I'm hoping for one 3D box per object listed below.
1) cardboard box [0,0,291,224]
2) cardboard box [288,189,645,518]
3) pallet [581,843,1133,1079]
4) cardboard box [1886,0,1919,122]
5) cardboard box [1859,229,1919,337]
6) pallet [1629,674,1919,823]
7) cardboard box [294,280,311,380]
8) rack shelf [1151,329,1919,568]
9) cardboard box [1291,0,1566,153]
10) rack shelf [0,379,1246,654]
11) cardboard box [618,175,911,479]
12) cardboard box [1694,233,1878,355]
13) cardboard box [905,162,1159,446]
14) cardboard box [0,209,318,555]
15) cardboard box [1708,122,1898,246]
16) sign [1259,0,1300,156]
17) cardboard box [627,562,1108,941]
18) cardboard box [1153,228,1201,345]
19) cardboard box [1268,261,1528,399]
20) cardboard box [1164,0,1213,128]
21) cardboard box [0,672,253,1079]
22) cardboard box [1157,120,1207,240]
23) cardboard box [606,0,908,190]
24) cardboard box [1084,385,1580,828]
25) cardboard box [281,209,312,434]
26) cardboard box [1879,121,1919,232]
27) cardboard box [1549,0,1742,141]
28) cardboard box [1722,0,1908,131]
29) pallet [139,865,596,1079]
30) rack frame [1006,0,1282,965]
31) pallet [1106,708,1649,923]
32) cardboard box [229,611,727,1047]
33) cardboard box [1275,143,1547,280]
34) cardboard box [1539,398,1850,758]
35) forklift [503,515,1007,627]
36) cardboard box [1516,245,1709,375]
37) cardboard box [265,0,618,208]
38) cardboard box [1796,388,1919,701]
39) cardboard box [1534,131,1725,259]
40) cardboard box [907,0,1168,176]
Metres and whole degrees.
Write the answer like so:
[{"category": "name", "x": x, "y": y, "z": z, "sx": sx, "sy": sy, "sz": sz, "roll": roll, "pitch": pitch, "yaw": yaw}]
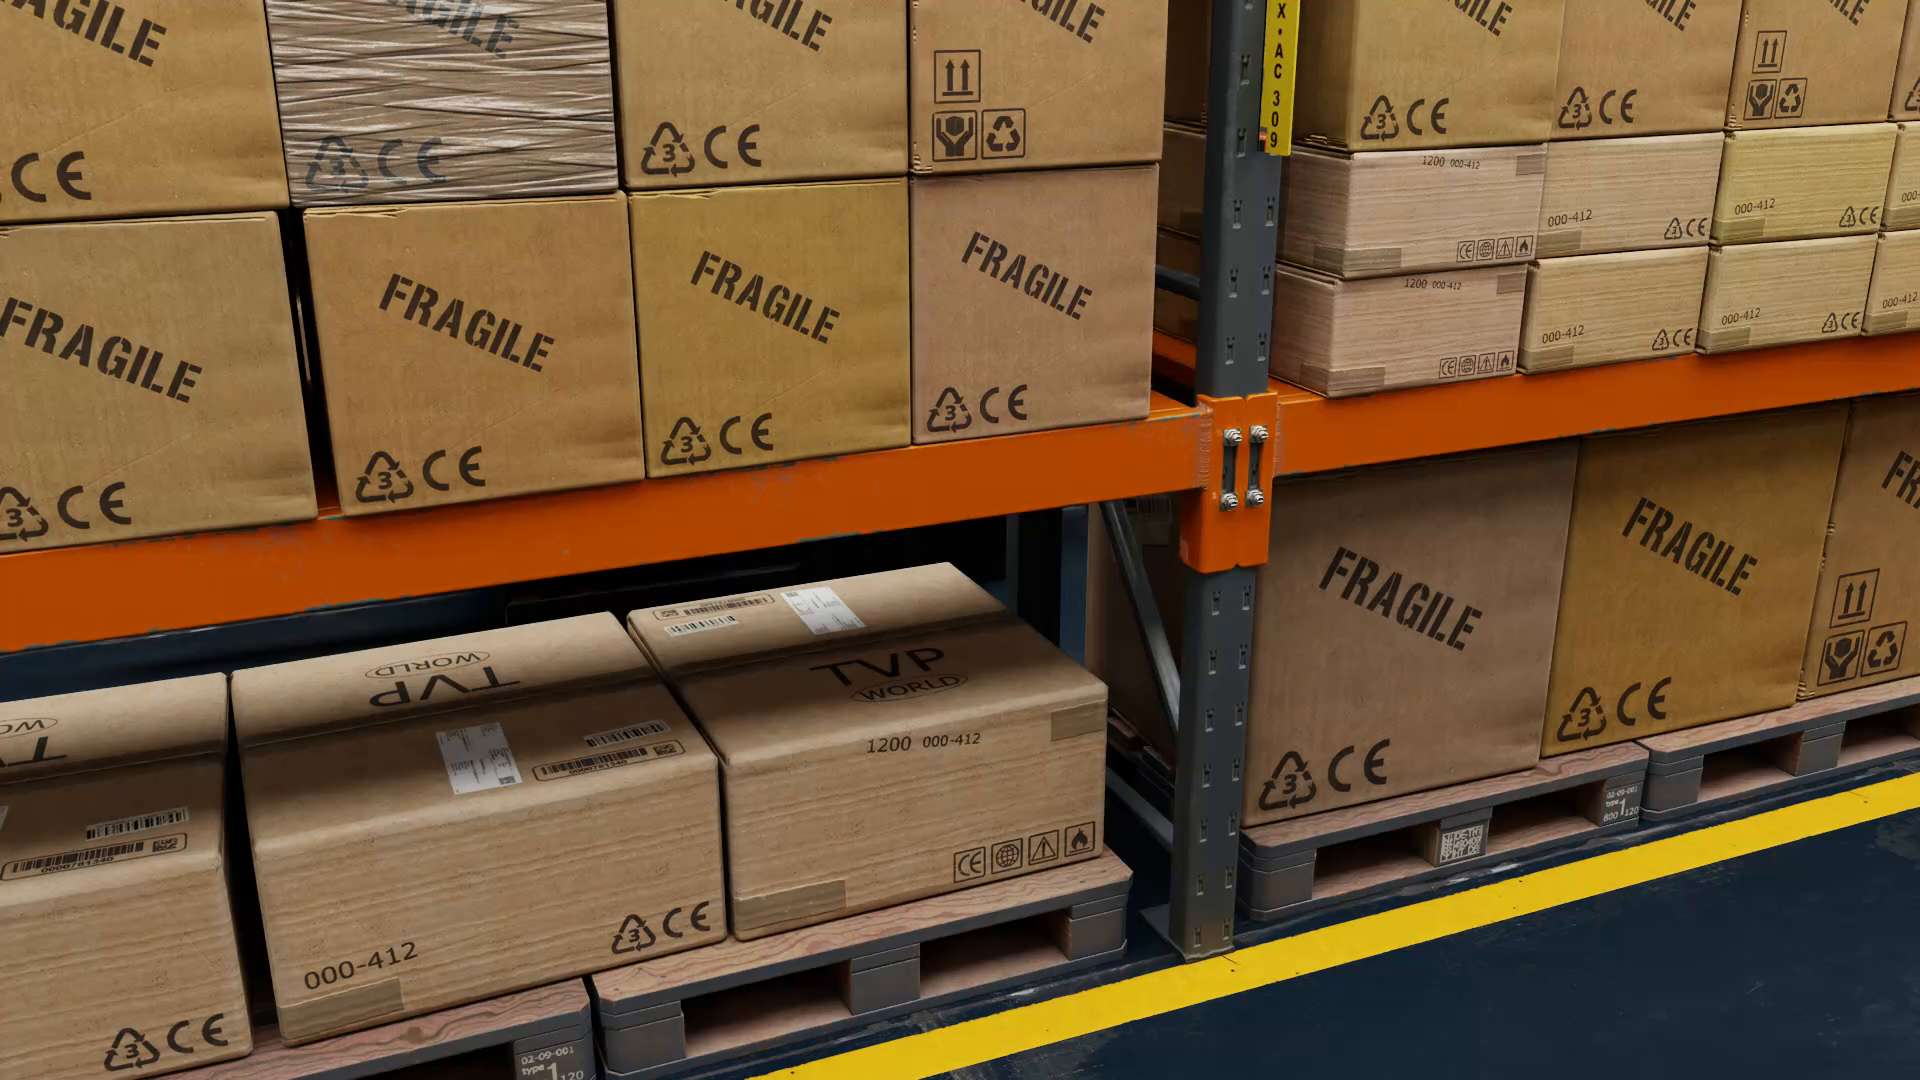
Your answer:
[{"category": "cardboard box", "x": -1.346, "y": -0.785, "z": 2.578, "sx": 0.500, "sy": 0.500, "sz": 0.500, "roll": -8, "pitch": 21, "yaw": -22}, {"category": "cardboard box", "x": -0.876, "y": -0.378, "z": 2.928, "sx": 0.500, "sy": 0.500, "sz": 0.500, "roll": -8, "pitch": 21, "yaw": -23}, {"category": "pallet", "x": -0.355, "y": 0.782, "z": 3.984, "sx": 1.213, "sy": 0.211, "sz": 1.003, "roll": -8, "pitch": 21, "yaw": -22}, {"category": "cardboard box", "x": 2.282, "y": -1.309, "z": 4.068, "sx": 0.500, "sy": 0.500, "sz": 0.500, "roll": -9, "pitch": 21, "yaw": -23}, {"category": "cardboard box", "x": 2.297, "y": -0.710, "z": 4.249, "sx": 0.500, "sy": 0.250, "sz": 0.500, "roll": -9, "pitch": 21, "yaw": -23}, {"category": "pallet", "x": 2.175, "y": 0.419, "z": 5.013, "sx": 1.213, "sy": 0.211, "sz": 1.003, "roll": -8, "pitch": 21, "yaw": -22}, {"category": "cardboard box", "x": -2.915, "y": -0.904, "z": 7.706, "sx": 0.500, "sy": 0.500, "sz": 0.700, "roll": -9, "pitch": 21, "yaw": -24}, {"category": "rack shelf", "x": 2.211, "y": -0.534, "z": 4.604, "sx": 4.000, "sy": 0.370, "sz": 1.077, "roll": -8, "pitch": 21, "yaw": -22}, {"category": "cardboard box", "x": 0.892, "y": -1.099, "z": 3.470, "sx": 0.500, "sy": 0.500, "sz": 0.500, "roll": -8, "pitch": 21, "yaw": -21}, {"category": "rack shelf", "x": -1.462, "y": -0.007, "z": 3.110, "sx": 4.000, "sy": 0.370, "sz": 1.077, "roll": -8, "pitch": 21, "yaw": -22}, {"category": "cardboard box", "x": -0.420, "y": -0.449, "z": 3.129, "sx": 0.500, "sy": 0.500, "sz": 0.500, "roll": -9, "pitch": 21, "yaw": -23}, {"category": "cardboard box", "x": 1.834, "y": -0.647, "z": 4.070, "sx": 0.500, "sy": 0.250, "sz": 0.500, "roll": -8, "pitch": 21, "yaw": -22}, {"category": "cardboard box", "x": 0.050, "y": -0.518, "z": 3.326, "sx": 0.500, "sy": 0.500, "sz": 0.500, "roll": -8, "pitch": 21, "yaw": -21}, {"category": "cardboard box", "x": -1.363, "y": -0.314, "z": 2.746, "sx": 0.500, "sy": 0.500, "sz": 0.500, "roll": -7, "pitch": 21, "yaw": -20}, {"category": "cardboard box", "x": 1.832, "y": -0.882, "z": 3.984, "sx": 0.500, "sy": 0.250, "sz": 0.500, "roll": -8, "pitch": 21, "yaw": -21}, {"category": "sign", "x": 0.596, "y": -0.886, "z": 3.100, "sx": 0.005, "sy": 0.325, "sz": 0.100, "roll": -8, "pitch": 21, "yaw": -22}, {"category": "cardboard box", "x": -0.245, "y": 0.451, "z": 3.951, "sx": 0.875, "sy": 0.438, "sz": 0.875, "roll": -8, "pitch": 21, "yaw": -23}, {"category": "cardboard box", "x": 0.687, "y": -0.675, "z": 4.148, "sx": 0.500, "sy": 0.250, "sz": 0.500, "roll": -9, "pitch": 21, "yaw": -23}, {"category": "cardboard box", "x": 0.883, "y": -0.516, "z": 3.698, "sx": 0.500, "sy": 0.250, "sz": 0.500, "roll": -9, "pitch": 21, "yaw": -23}, {"category": "cardboard box", "x": 0.685, "y": -1.264, "z": 3.939, "sx": 0.500, "sy": 0.500, "sz": 0.500, "roll": -7, "pitch": 21, "yaw": -20}, {"category": "cardboard box", "x": -1.895, "y": 0.687, "z": 3.281, "sx": 0.875, "sy": 0.438, "sz": 0.875, "roll": -8, "pitch": 21, "yaw": -20}, {"category": "cardboard box", "x": 0.683, "y": -0.907, "z": 4.054, "sx": 0.500, "sy": 0.250, "sz": 0.500, "roll": -8, "pitch": 21, "yaw": -22}, {"category": "cardboard box", "x": -0.419, "y": -0.918, "z": 2.957, "sx": 0.500, "sy": 0.500, "sz": 0.500, "roll": -8, "pitch": 21, "yaw": -23}, {"category": "cardboard box", "x": 0.912, "y": 0.088, "z": 4.321, "sx": 0.875, "sy": 0.875, "sz": 0.875, "roll": -7, "pitch": 21, "yaw": -20}, {"category": "cardboard box", "x": -1.556, "y": -0.479, "z": 3.215, "sx": 0.500, "sy": 0.500, "sz": 0.500, "roll": -7, "pitch": 21, "yaw": -20}, {"category": "cardboard box", "x": 2.295, "y": -0.949, "z": 4.175, "sx": 0.500, "sy": 0.250, "sz": 0.500, "roll": -9, "pitch": 21, "yaw": -24}, {"category": "cardboard box", "x": 1.349, "y": -1.174, "z": 3.684, "sx": 0.500, "sy": 0.500, "sz": 0.500, "roll": -8, "pitch": 21, "yaw": -22}, {"category": "cardboard box", "x": 1.810, "y": -1.239, "z": 3.869, "sx": 0.500, "sy": 0.500, "sz": 0.500, "roll": -9, "pitch": 21, "yaw": -23}, {"category": "pallet", "x": -1.477, "y": 0.944, "z": 3.525, "sx": 1.213, "sy": 0.211, "sz": 1.003, "roll": -8, "pitch": 21, "yaw": -22}, {"category": "rack frame", "x": 0.374, "y": -0.610, "z": 3.737, "sx": 0.127, "sy": 3.000, "sz": 1.000, "roll": -8, "pitch": 21, "yaw": -22}, {"category": "pallet", "x": 1.053, "y": 0.581, "z": 4.554, "sx": 1.213, "sy": 0.211, "sz": 1.003, "roll": -8, "pitch": 21, "yaw": -22}, {"category": "cardboard box", "x": -1.066, "y": 0.569, "z": 3.616, "sx": 0.875, "sy": 0.438, "sz": 0.875, "roll": -9, "pitch": 21, "yaw": -24}, {"category": "cardboard box", "x": 0.890, "y": -0.747, "z": 3.599, "sx": 0.500, "sy": 0.250, "sz": 0.500, "roll": -9, "pitch": 21, "yaw": -23}, {"category": "cardboard box", "x": 1.738, "y": -0.033, "z": 4.666, "sx": 0.875, "sy": 0.875, "sz": 0.875, "roll": -8, "pitch": 21, "yaw": -20}, {"category": "forklift", "x": -1.344, "y": -1.235, "z": 5.617, "sx": 3.031, "sy": 2.935, "sz": 1.130, "roll": -7, "pitch": 21, "yaw": -19}, {"category": "cardboard box", "x": 1.358, "y": -0.585, "z": 3.893, "sx": 0.500, "sy": 0.250, "sz": 0.500, "roll": -9, "pitch": 21, "yaw": -23}, {"category": "cardboard box", "x": -0.882, "y": -0.848, "z": 2.758, "sx": 0.500, "sy": 0.500, "sz": 0.500, "roll": -8, "pitch": 21, "yaw": -21}, {"category": "cardboard box", "x": 2.560, "y": -0.150, "z": 4.999, "sx": 0.875, "sy": 0.875, "sz": 0.875, "roll": -8, "pitch": 21, "yaw": -21}, {"category": "cardboard box", "x": 1.358, "y": -0.824, "z": 3.818, "sx": 0.500, "sy": 0.250, "sz": 0.500, "roll": -8, "pitch": 21, "yaw": -21}, {"category": "cardboard box", "x": 0.051, "y": -0.982, "z": 3.139, "sx": 0.500, "sy": 0.500, "sz": 0.500, "roll": -8, "pitch": 21, "yaw": -22}]
